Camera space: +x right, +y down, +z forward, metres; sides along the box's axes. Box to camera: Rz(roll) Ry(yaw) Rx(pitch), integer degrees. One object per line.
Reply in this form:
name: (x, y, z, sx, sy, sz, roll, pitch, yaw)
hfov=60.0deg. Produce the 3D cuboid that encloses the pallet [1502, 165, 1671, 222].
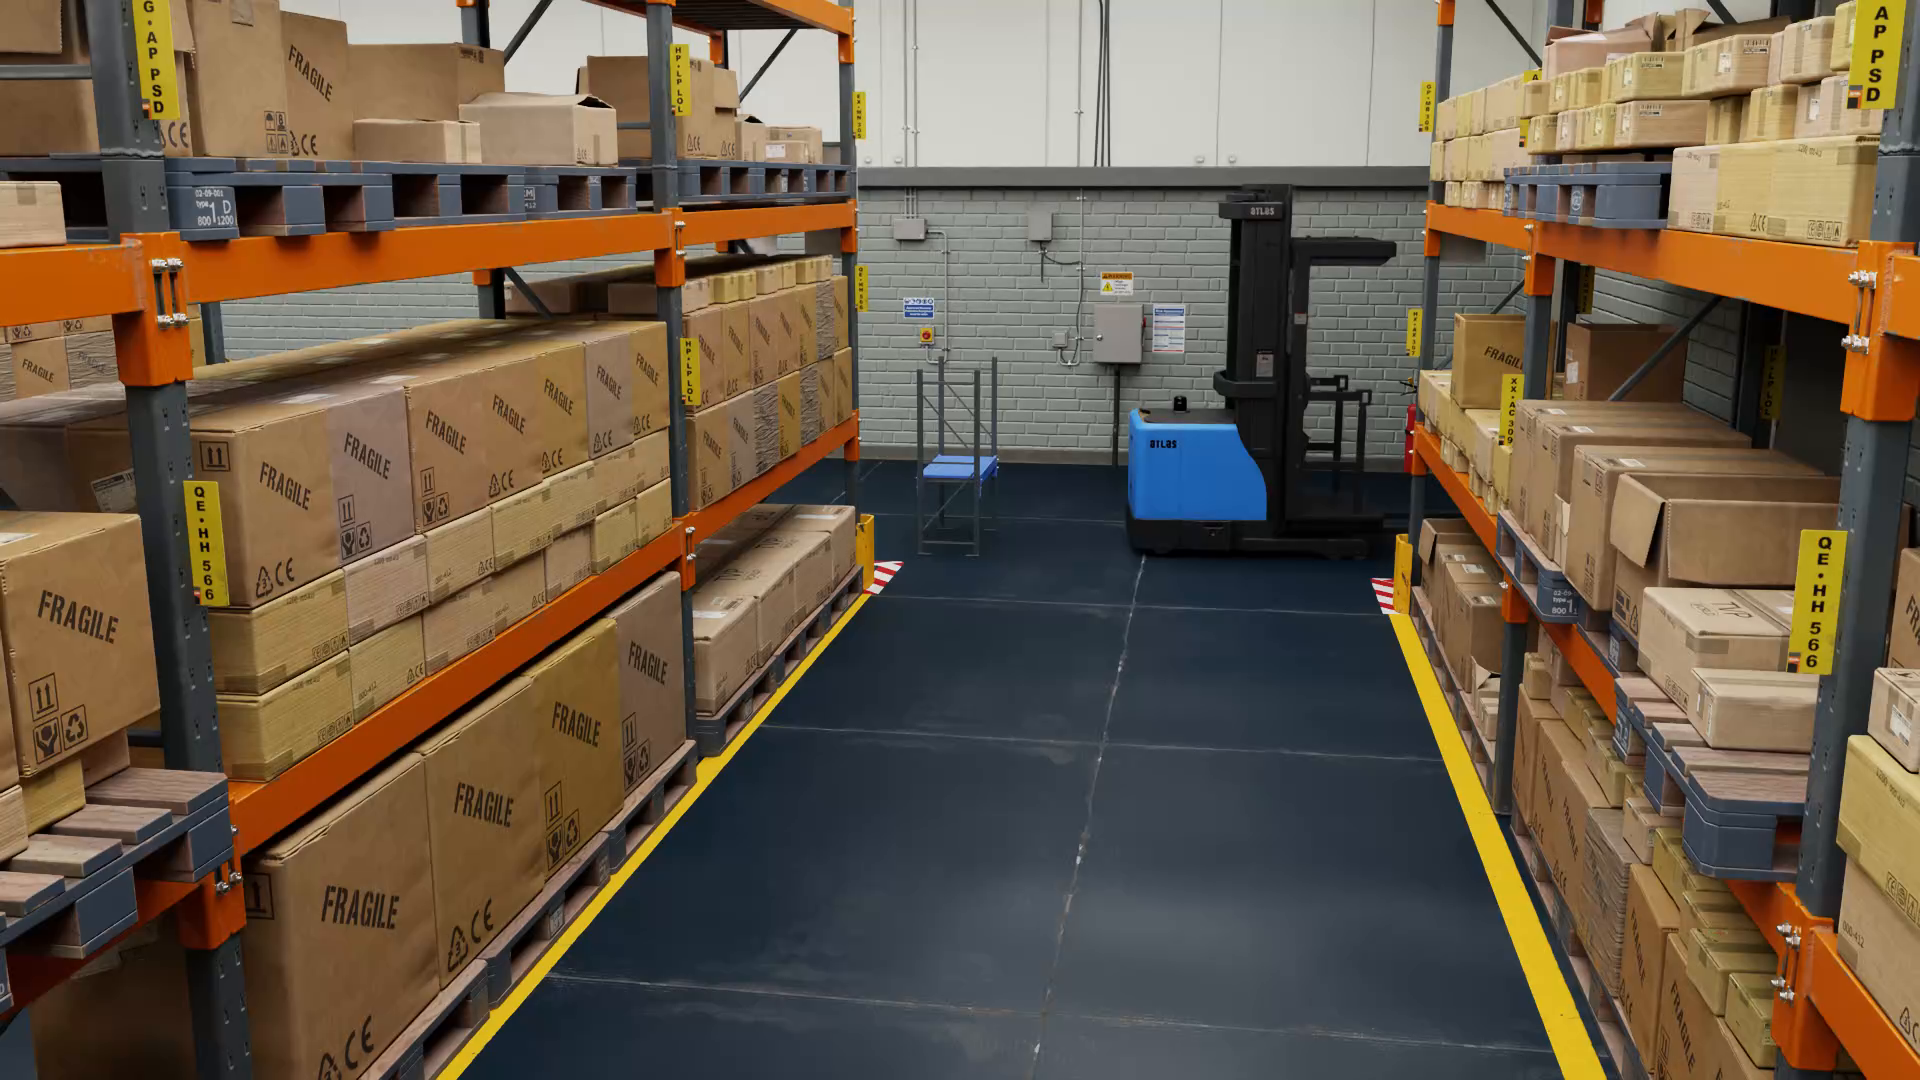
pallet: (2.876, -1.392, 6.658, 1.213, 0.211, 1.003, 2, 12, 9)

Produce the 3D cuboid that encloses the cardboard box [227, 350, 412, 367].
cardboard box: (-2.415, -0.447, 6.338, 0.500, 0.500, 0.500, 2, 12, 8)

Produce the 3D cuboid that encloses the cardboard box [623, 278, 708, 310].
cardboard box: (-1.531, -1.277, 8.648, 0.380, 0.149, 0.250, 2, 12, 9)

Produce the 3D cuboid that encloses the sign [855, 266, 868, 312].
sign: (-0.710, -1.805, 11.938, 0.100, 0.325, 0.005, 2, 12, 9)

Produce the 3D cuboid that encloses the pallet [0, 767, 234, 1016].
pallet: (-2.479, 0.767, 3.768, 1.213, 0.211, 1.003, 2, 12, 9)

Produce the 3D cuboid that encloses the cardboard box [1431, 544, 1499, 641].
cardboard box: (3.304, 0.334, 10.260, 0.700, 0.500, 0.500, 2, 12, 11)

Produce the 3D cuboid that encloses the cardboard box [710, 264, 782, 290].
cardboard box: (-1.302, -1.596, 10.127, 0.380, 0.149, 0.250, 2, 12, 10)

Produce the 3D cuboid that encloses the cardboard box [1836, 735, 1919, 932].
cardboard box: (2.097, 0.594, 3.285, 0.500, 0.250, 0.500, 2, 12, 9)

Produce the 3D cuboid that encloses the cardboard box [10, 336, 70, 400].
cardboard box: (-6.205, -1.059, 10.844, 0.500, 0.500, 0.500, 3, 12, 11)

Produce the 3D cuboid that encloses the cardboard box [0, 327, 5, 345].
cardboard box: (-6.283, -1.432, 10.200, 0.500, 0.500, 0.500, 2, 12, 10)

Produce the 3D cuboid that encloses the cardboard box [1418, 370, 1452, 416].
cardboard box: (3.325, -0.970, 11.024, 0.500, 0.250, 0.500, 2, 12, 9)

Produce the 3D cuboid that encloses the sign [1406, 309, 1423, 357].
sign: (3.125, -1.424, 11.427, 0.100, 0.325, 0.005, 2, 12, 9)

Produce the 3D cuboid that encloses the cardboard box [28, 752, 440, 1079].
cardboard box: (-2.286, 1.214, 5.287, 0.875, 0.875, 0.875, 2, 12, 8)

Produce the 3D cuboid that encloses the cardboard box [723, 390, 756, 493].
cardboard box: (-1.447, -0.554, 9.205, 0.500, 0.500, 0.500, 2, 12, 9)

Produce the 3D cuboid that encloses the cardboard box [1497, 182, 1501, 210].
cardboard box: (3.013, -1.791, 8.660, 0.380, 0.149, 0.250, 2, 12, 11)

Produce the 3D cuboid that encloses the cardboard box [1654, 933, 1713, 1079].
cardboard box: (2.371, 1.500, 4.851, 0.500, 0.500, 0.500, 2, 12, 8)

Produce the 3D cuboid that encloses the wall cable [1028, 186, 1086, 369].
wall cable: (1.003, -2.771, 17.321, 0.588, 1.984, 0.122, 2, 12, 9)

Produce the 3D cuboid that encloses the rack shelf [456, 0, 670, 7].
rack shelf: (-2.167, -2.280, 5.870, 1.077, 0.370, 4.000, 2, 12, 9)

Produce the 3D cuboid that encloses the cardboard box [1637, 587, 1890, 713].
cardboard box: (2.273, 0.320, 4.749, 0.500, 0.250, 0.500, 1, 12, 6)

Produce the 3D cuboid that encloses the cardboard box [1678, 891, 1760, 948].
cardboard box: (2.352, 1.159, 4.892, 0.380, 0.149, 0.250, 1, 12, 7)

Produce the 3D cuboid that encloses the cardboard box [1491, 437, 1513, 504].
cardboard box: (2.883, -0.337, 8.086, 0.500, 0.250, 0.500, 2, 12, 10)

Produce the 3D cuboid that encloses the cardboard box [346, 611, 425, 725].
cardboard box: (-2.089, 0.394, 5.402, 0.500, 0.250, 0.500, 2, 12, 7)

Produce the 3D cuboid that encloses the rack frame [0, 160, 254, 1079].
rack frame: (-2.474, 0.522, 4.452, 1.000, 3.000, 0.127, 2, 12, 9)

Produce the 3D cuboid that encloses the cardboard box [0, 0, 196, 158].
cardboard box: (-2.565, -1.284, 4.468, 0.797, 0.503, 0.637, 1, 12, 5)

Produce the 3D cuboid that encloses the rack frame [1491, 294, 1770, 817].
rack frame: (3.046, -0.151, 7.573, 1.000, 3.000, 0.127, 2, 12, 9)

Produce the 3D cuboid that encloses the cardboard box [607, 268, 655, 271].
cardboard box: (-1.867, -1.504, 9.703, 0.380, 0.149, 0.250, 2, 12, 7)

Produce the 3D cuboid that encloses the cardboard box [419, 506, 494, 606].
cardboard box: (-1.983, 0.042, 5.846, 0.500, 0.250, 0.500, 2, 12, 8)

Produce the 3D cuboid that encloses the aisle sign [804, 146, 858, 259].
aisle sign: (-0.926, -2.419, 11.929, 0.394, 0.787, 0.004, 2, 12, 9)

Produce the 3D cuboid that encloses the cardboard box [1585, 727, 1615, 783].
cardboard box: (2.630, 0.837, 6.386, 0.380, 0.149, 0.250, 2, 12, 9)

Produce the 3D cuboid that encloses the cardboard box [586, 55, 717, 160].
cardboard box: (-1.561, -2.196, 8.471, 0.500, 0.500, 0.500, 2, 12, 10)

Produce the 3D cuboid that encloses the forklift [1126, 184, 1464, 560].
forklift: (2.915, -1.389, 13.482, 3.031, 2.935, 1.130, 1, 12, 2)

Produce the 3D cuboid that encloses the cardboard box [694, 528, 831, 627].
cardboard box: (-1.379, 0.235, 10.868, 0.875, 0.438, 0.875, 2, 12, 10)

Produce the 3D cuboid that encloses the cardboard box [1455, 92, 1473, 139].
cardboard box: (3.184, -2.472, 9.686, 0.500, 0.250, 0.500, 2, 12, 8)

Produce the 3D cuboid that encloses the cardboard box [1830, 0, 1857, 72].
cardboard box: (2.192, -1.133, 3.713, 0.380, 0.149, 0.250, 2, 12, 10)

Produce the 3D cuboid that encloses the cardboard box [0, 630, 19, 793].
cardboard box: (-2.338, 0.334, 3.384, 0.500, 0.500, 0.500, 2, 12, 8)

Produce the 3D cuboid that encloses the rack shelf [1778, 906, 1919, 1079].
rack shelf: (2.123, 1.450, 1.854, 1.077, 0.370, 4.000, 2, 12, 9)

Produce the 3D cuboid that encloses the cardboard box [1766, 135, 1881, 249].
cardboard box: (2.270, -0.826, 3.942, 0.500, 0.250, 0.500, 1, 12, 7)

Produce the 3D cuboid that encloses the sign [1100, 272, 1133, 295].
sign: (1.631, -2.668, 17.294, 0.339, 0.242, 0.001, 2, 12, 9)

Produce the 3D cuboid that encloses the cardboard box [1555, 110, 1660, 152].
cardboard box: (2.468, -1.541, 6.265, 0.380, 0.149, 0.250, 2, 12, 9)

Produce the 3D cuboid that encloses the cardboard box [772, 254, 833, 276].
cardboard box: (-1.101, -1.917, 11.619, 0.380, 0.149, 0.250, 2, 12, 9)

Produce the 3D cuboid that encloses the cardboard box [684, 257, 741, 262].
cardboard box: (-1.695, -1.826, 11.197, 0.380, 0.149, 0.250, 2, 12, 10)

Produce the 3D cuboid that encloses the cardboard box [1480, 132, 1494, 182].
cardboard box: (3.033, -2.013, 8.742, 0.500, 0.250, 0.500, 2, 12, 10)

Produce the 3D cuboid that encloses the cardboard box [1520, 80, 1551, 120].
cardboard box: (2.567, -1.846, 6.975, 0.380, 0.149, 0.250, 2, 12, 10)

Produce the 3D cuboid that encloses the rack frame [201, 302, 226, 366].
rack frame: (-6.151, -1.283, 12.826, 1.000, 3.000, 0.127, 2, 12, 9)

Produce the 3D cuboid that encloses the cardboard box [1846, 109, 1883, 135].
cardboard box: (2.248, -0.988, 3.746, 0.380, 0.149, 0.250, 2, 12, 10)

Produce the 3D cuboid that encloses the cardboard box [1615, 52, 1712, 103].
cardboard box: (2.388, -1.524, 5.479, 0.380, 0.149, 0.250, 2, 12, 9)

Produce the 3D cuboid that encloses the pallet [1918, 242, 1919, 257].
pallet: (2.415, -0.548, 2.745, 1.213, 0.211, 1.003, 2, 12, 11)

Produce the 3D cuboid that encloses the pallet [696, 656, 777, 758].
pallet: (-1.665, 0.896, 9.333, 1.003, 0.211, 1.213, 2, 12, 9)

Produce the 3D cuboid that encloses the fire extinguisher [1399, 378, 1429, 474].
fire extinguisher: (3.227, -0.809, 11.696, 0.296, 0.674, 0.183, 2, 12, 9)

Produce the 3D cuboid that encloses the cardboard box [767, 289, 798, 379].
cardboard box: (-1.293, -1.256, 10.091, 0.500, 0.500, 0.500, 2, 12, 8)

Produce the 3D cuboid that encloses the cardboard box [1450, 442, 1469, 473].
cardboard box: (3.072, -0.479, 9.693, 0.380, 0.149, 0.250, 2, 12, 10)

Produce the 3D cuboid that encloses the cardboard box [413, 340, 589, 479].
cardboard box: (-1.849, -0.535, 6.743, 0.500, 0.500, 0.500, 2, 12, 10)

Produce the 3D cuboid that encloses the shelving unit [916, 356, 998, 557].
shelving unit: (-0.013, -0.715, 13.753, 0.538, 1.500, 1.048, 2, 12, 9)
